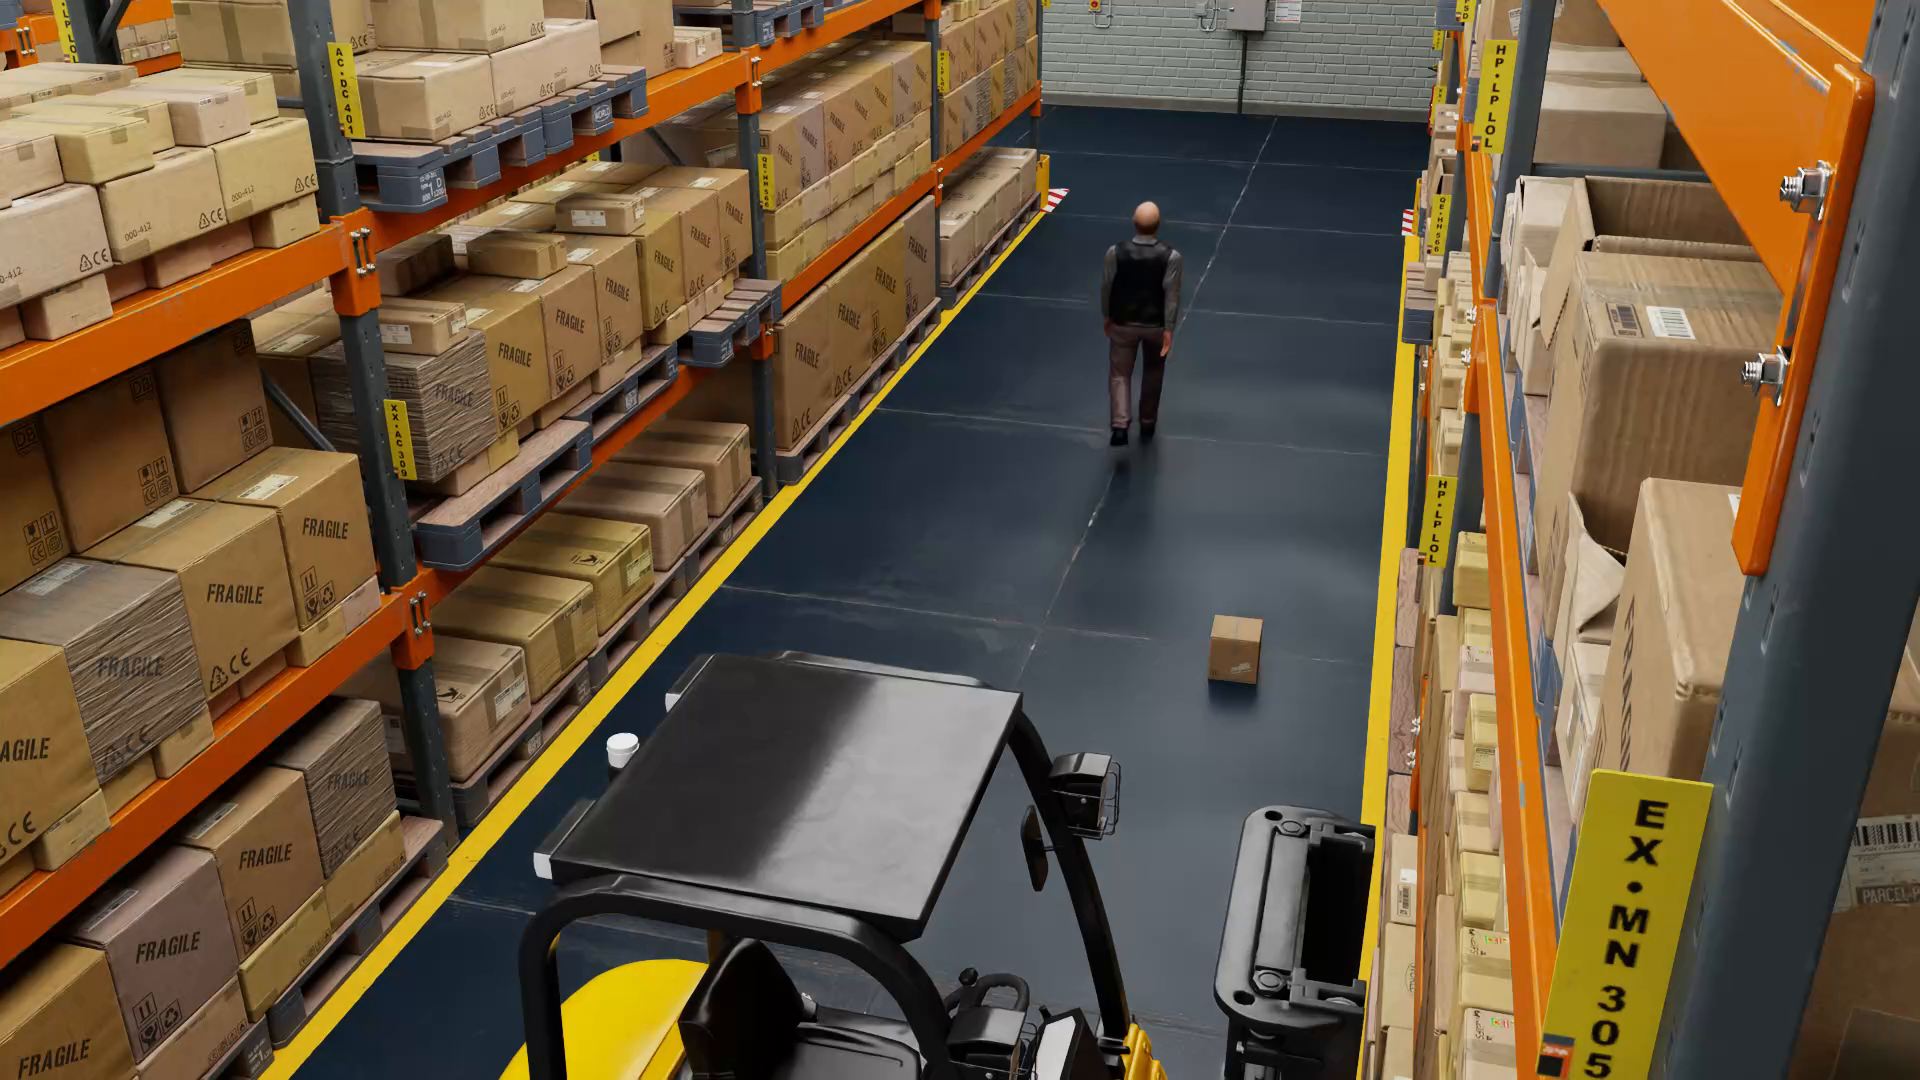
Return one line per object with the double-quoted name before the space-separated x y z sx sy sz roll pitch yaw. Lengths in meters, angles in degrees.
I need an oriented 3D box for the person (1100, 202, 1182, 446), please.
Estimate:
"person" 1.206 -1.414 11.240 0.535 1.611 0.913 3 25 6
